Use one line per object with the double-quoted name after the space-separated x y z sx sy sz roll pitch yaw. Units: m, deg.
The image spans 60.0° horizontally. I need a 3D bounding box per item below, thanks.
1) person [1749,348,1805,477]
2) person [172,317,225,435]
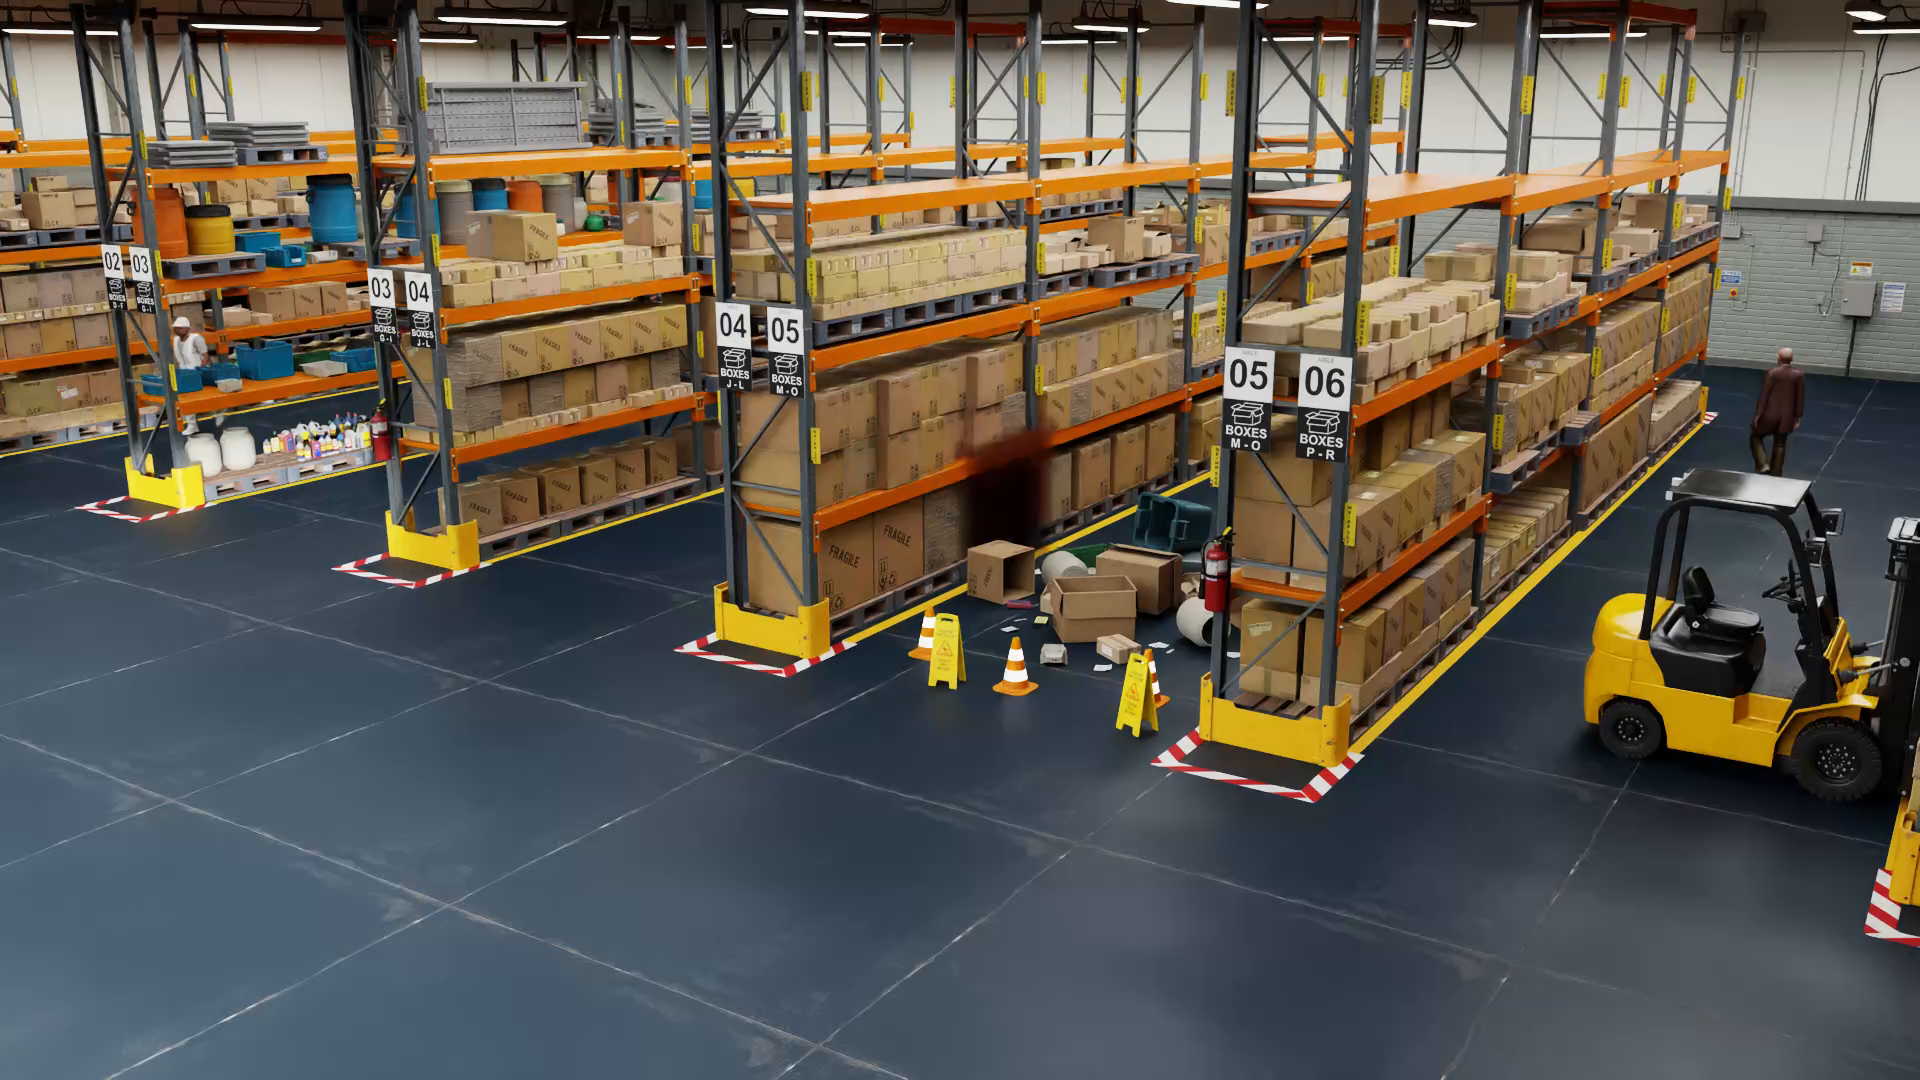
10.682 -1.619 21.709 0.638 1.779 0.532 1 16 4 "person"
-11.423 -2.481 24.886 0.631 1.758 0.703 6 17 20 "person"
